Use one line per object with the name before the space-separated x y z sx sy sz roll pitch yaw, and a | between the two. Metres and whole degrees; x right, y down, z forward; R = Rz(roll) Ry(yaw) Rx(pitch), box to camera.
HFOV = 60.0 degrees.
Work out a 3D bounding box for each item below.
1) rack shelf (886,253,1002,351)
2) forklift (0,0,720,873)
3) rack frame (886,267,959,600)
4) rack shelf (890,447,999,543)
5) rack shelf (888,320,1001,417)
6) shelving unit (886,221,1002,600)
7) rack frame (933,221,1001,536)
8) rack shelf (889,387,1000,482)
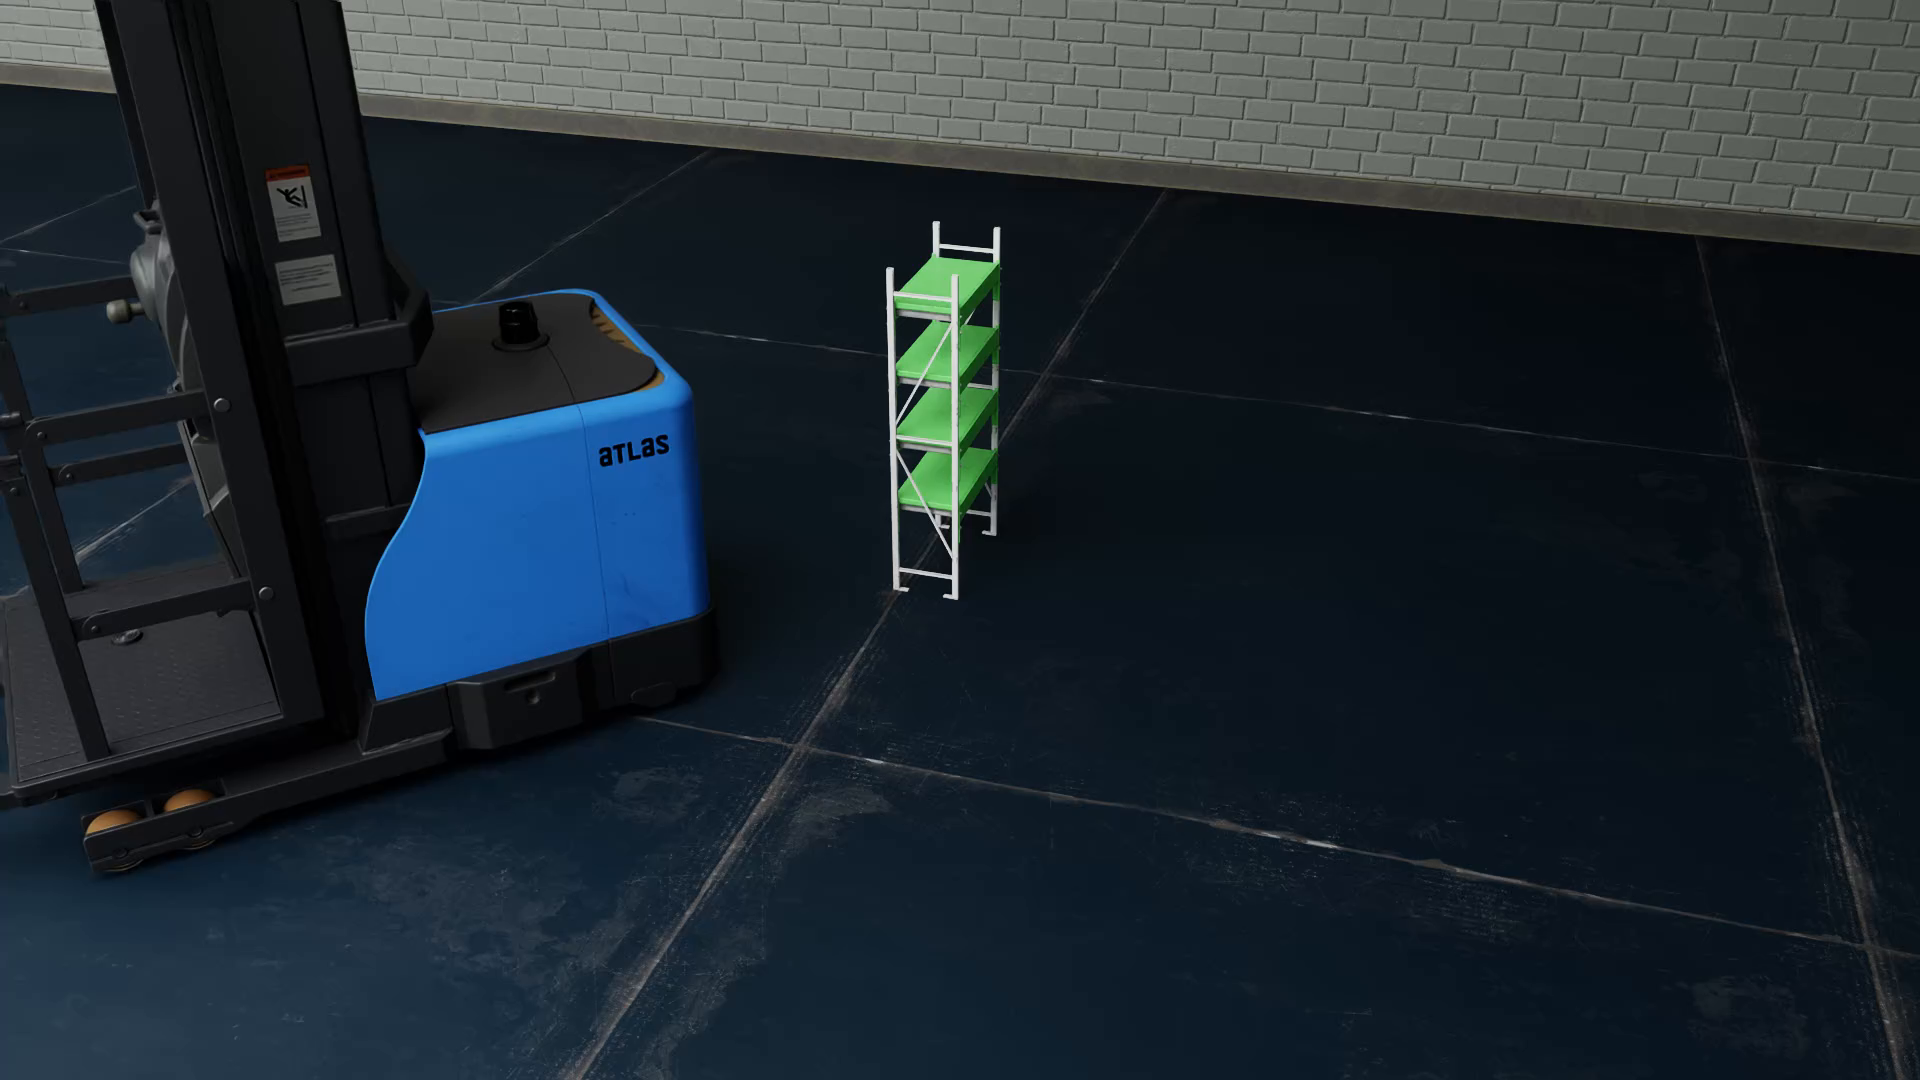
rack shelf | -0.049 -0.811 5.618 0.258 0.148 0.480 8 30 15
forklift | -2.317 -0.658 4.418 3.031 2.935 1.130 -15 32 -25
rack frame | -0.120 -0.334 5.616 0.240 1.200 0.015 8 30 15
rack shelf | -0.049 -0.182 5.968 0.258 0.148 0.480 8 30 15
rack shelf | -0.049 -0.601 5.734 0.258 0.148 0.480 8 30 15
shelving unit | -0.049 -0.447 5.820 0.258 1.200 0.503 8 30 15
rack frame | 0.023 -0.561 6.024 0.240 1.200 0.015 8 30 15
rack shelf | -0.049 -0.392 5.851 0.258 0.148 0.480 8 30 15
